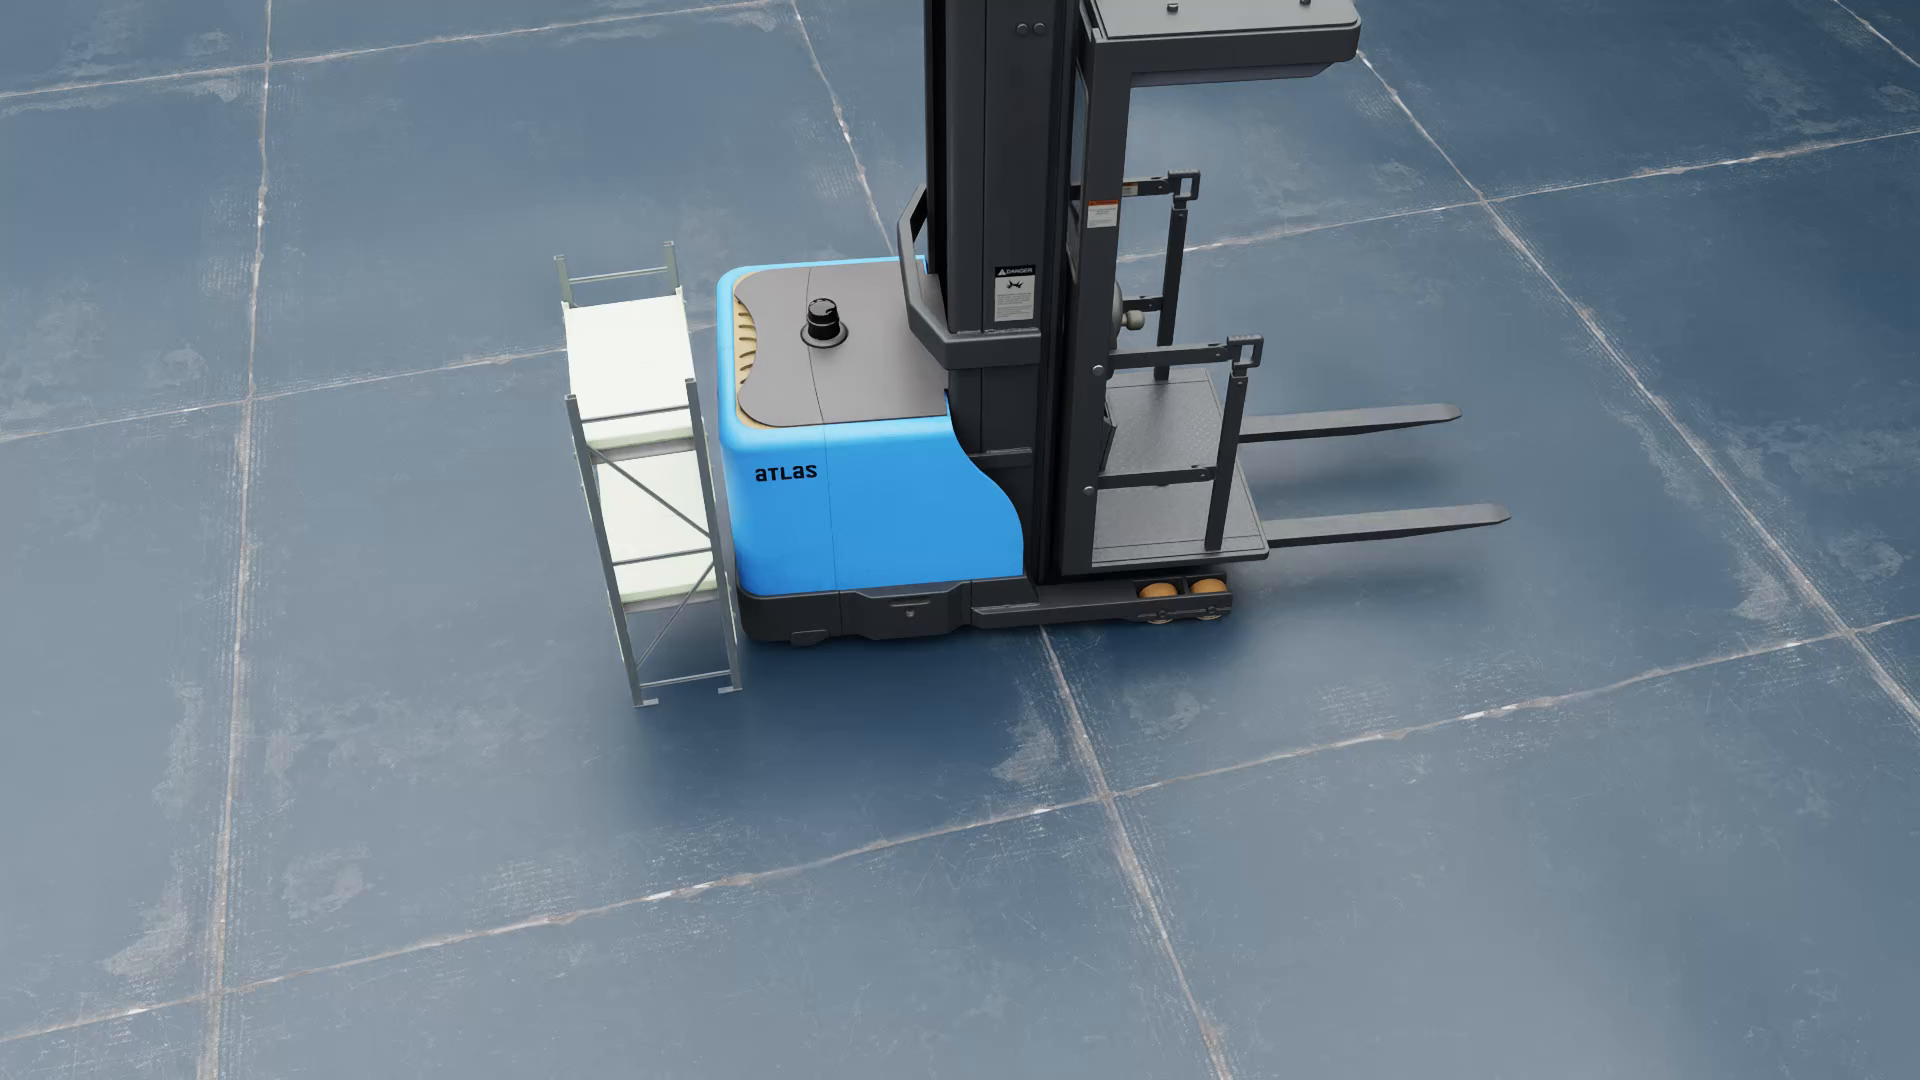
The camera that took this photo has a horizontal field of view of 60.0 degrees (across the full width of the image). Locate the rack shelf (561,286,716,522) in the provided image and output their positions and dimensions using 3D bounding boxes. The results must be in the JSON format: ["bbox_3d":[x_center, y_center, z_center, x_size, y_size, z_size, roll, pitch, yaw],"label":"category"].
[{"bbox_3d":[-1.088,-0.470,5.613,0.431,0.370,0.720,-9,46,-8],"label":"rack shelf"}]

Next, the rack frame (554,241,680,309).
[{"bbox_3d":[-1.165,-0.452,6.142,0.400,1.500,0.023,-9,46,-8],"label":"rack frame"}]

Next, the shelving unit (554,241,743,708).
[{"bbox_3d":[-1.087,-0.197,5.892,0.431,1.500,0.755,-9,46,-8],"label":"shelving unit"}]

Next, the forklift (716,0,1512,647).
[{"bbox_3d":[0.626,-1.076,5.752,3.031,2.935,1.130,-5,46,-4],"label":"forklift"}]

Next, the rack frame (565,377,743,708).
[{"bbox_3d":[-1.010,0.059,5.641,0.400,1.500,0.023,-9,46,-8],"label":"rack frame"}]

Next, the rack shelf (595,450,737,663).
[{"bbox_3d":[-1.087,0.032,6.125,0.431,0.370,0.720,-9,46,-8],"label":"rack shelf"}]
